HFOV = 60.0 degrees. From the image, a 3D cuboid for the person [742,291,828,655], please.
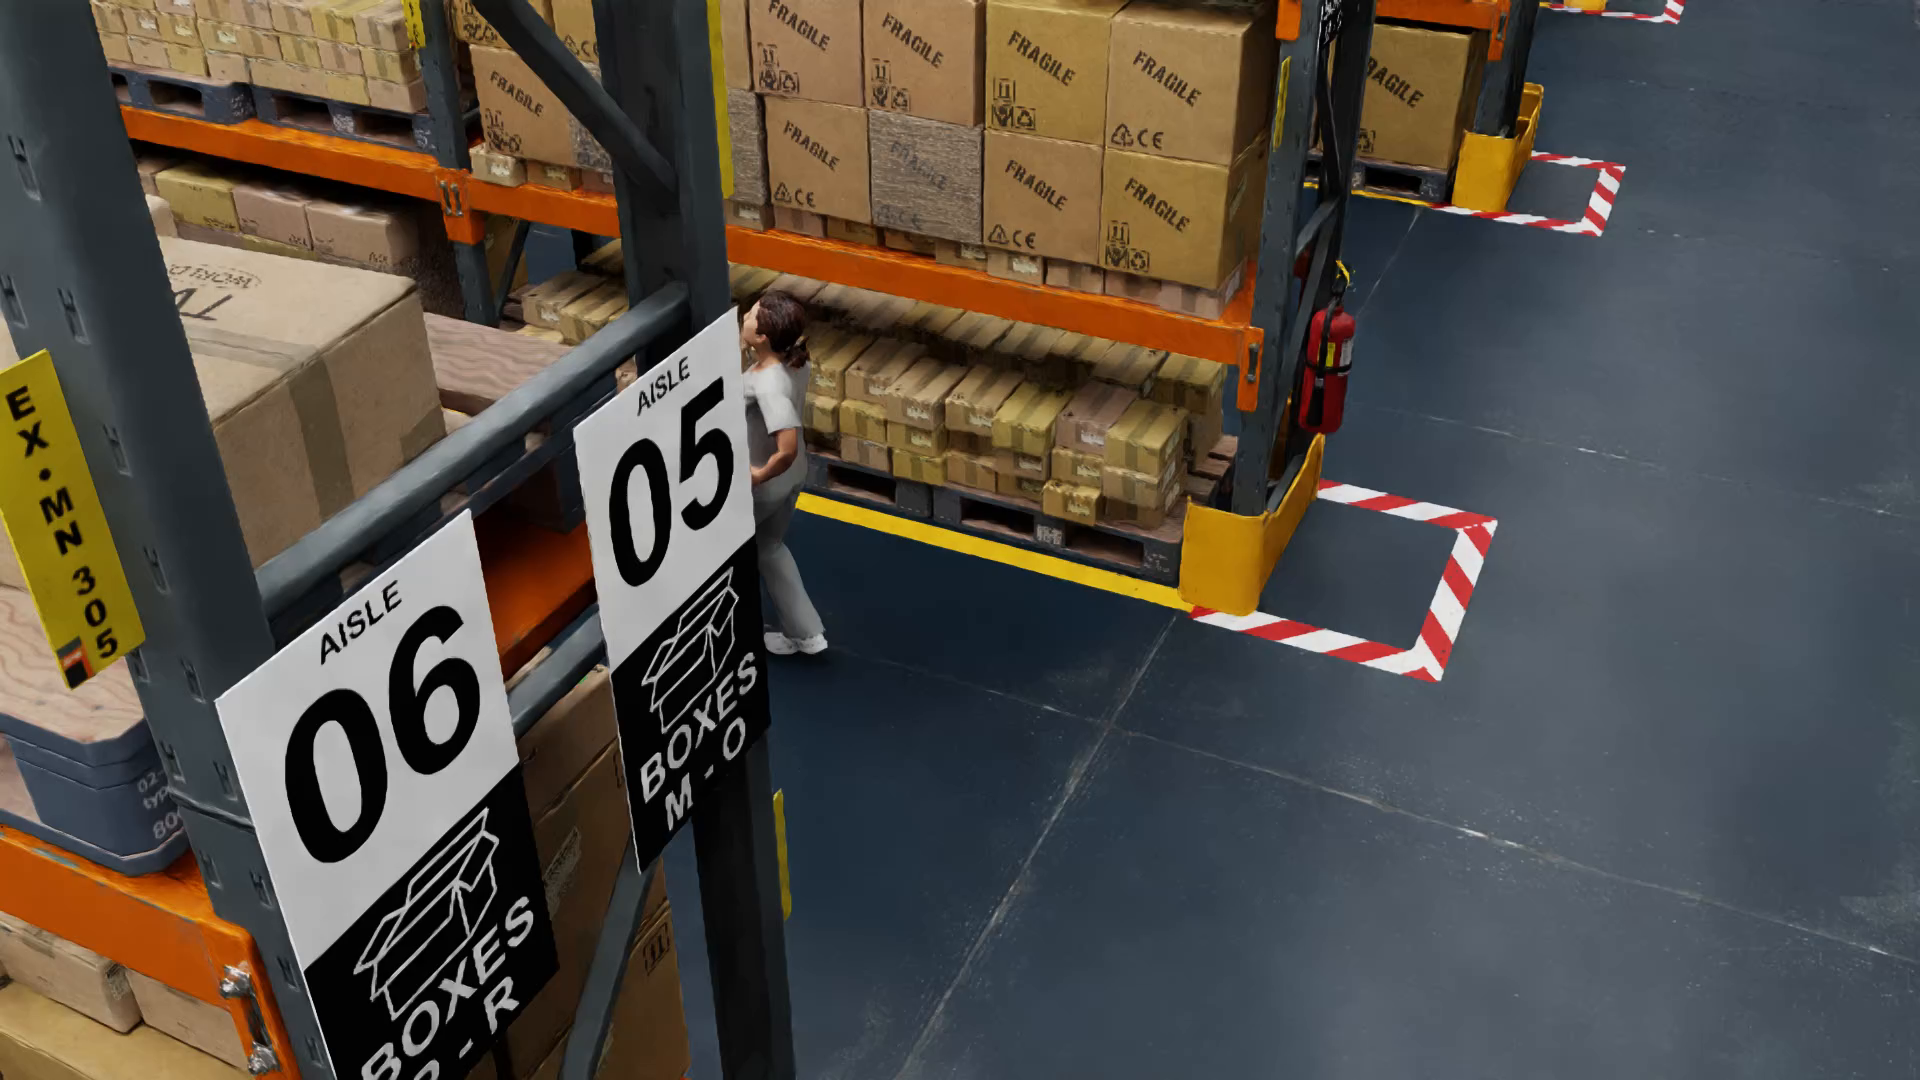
[{"bbox_3d":[-0.806,-0.225,6.525,0.700,1.653,0.544,16,37,22],"label":"person"}]
